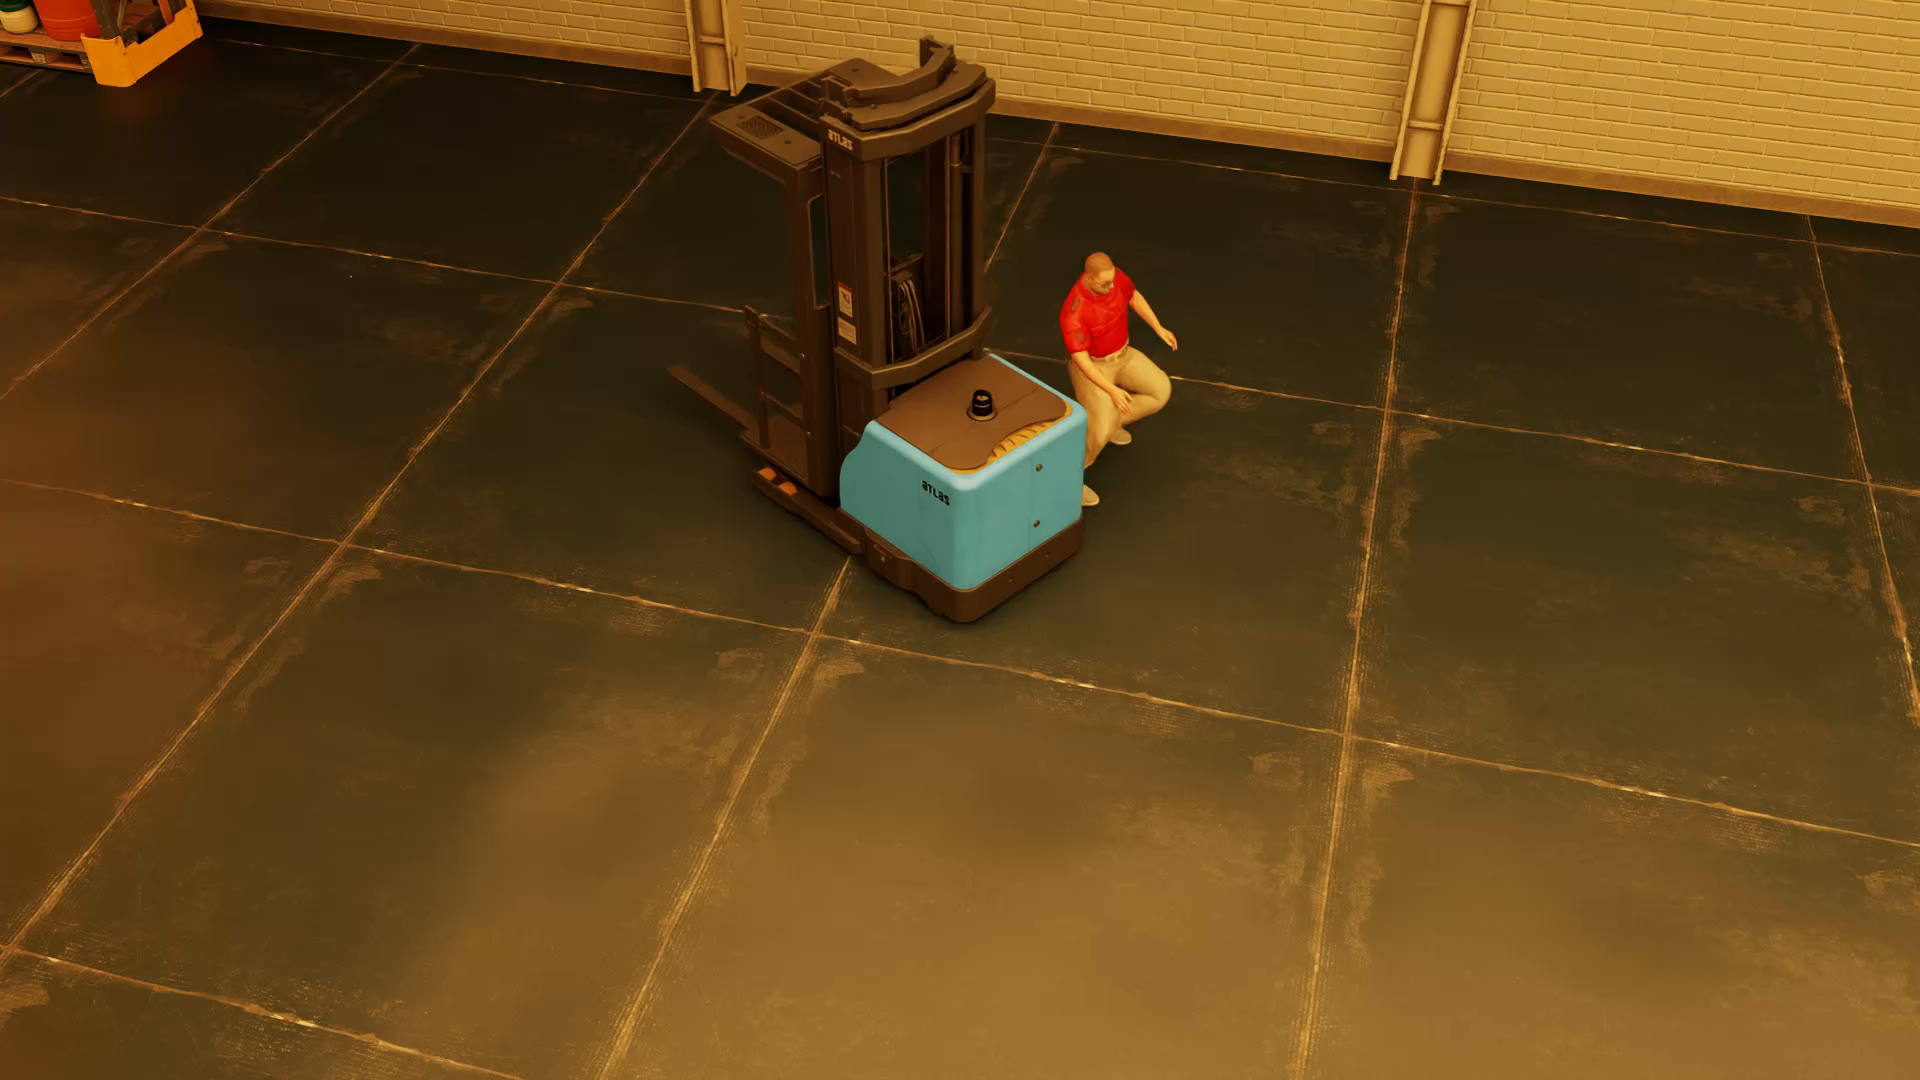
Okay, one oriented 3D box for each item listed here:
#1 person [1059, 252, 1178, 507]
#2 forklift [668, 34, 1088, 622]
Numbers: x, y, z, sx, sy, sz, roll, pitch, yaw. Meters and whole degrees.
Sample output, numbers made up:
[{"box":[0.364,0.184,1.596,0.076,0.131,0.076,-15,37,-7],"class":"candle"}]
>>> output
[{"box":[0.968,-1.030,10.062,0.714,1.535,0.830,33,51,32],"class":"person"},{"box":[-0.653,-1.508,9.581,1.130,2.935,3.031,-32,51,-32],"class":"forklift"}]
